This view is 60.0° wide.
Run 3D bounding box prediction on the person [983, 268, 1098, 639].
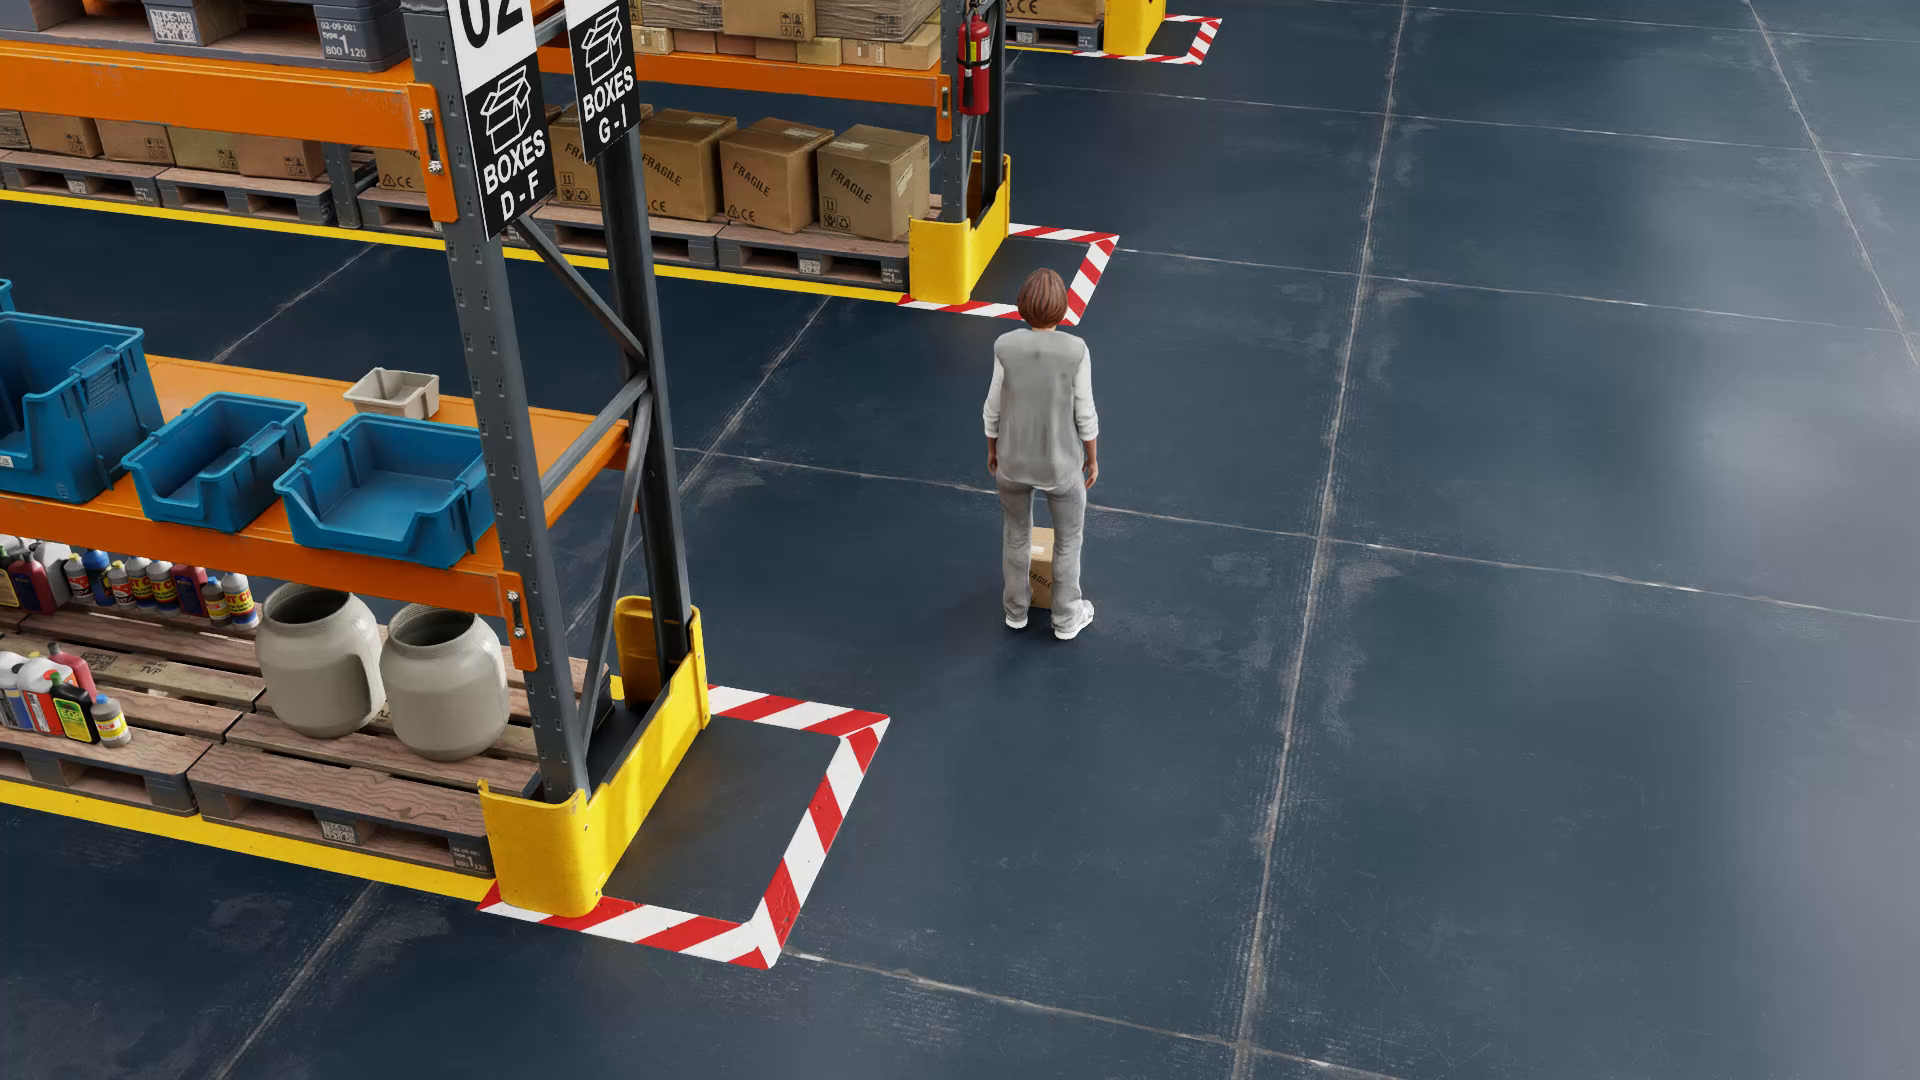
[{"bbox_3d":[0.323,-0.313,6.628,0.460,1.591,0.373,7,34,11],"label":"person"}]
